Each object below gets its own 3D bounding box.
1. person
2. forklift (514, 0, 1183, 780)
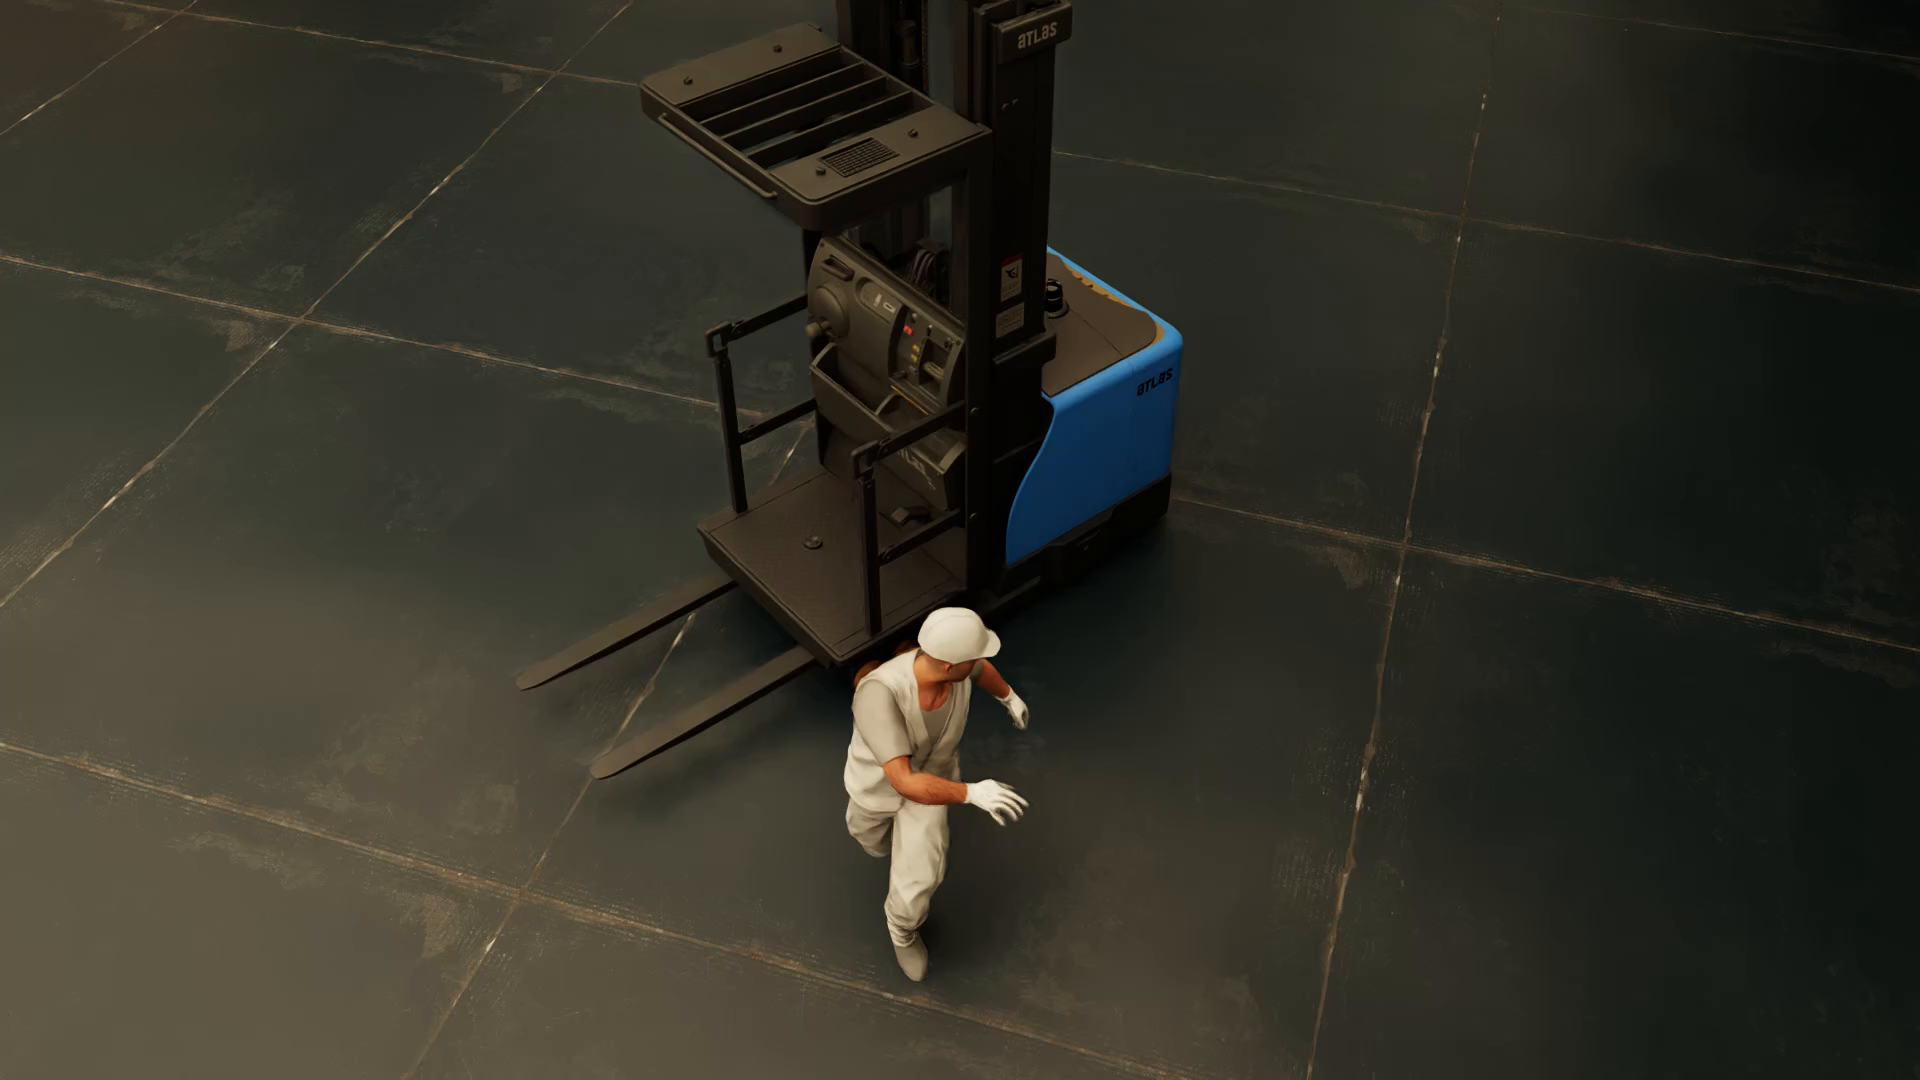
[{"bbox_3d":[-0.074,0.786,5.920,0.685,1.542,0.952,-1,43,-1],"label":"person"},{"bbox_3d":[-0.468,-0.802,6.551,3.031,2.935,1.130,-29,50,-28],"label":"forklift"}]
